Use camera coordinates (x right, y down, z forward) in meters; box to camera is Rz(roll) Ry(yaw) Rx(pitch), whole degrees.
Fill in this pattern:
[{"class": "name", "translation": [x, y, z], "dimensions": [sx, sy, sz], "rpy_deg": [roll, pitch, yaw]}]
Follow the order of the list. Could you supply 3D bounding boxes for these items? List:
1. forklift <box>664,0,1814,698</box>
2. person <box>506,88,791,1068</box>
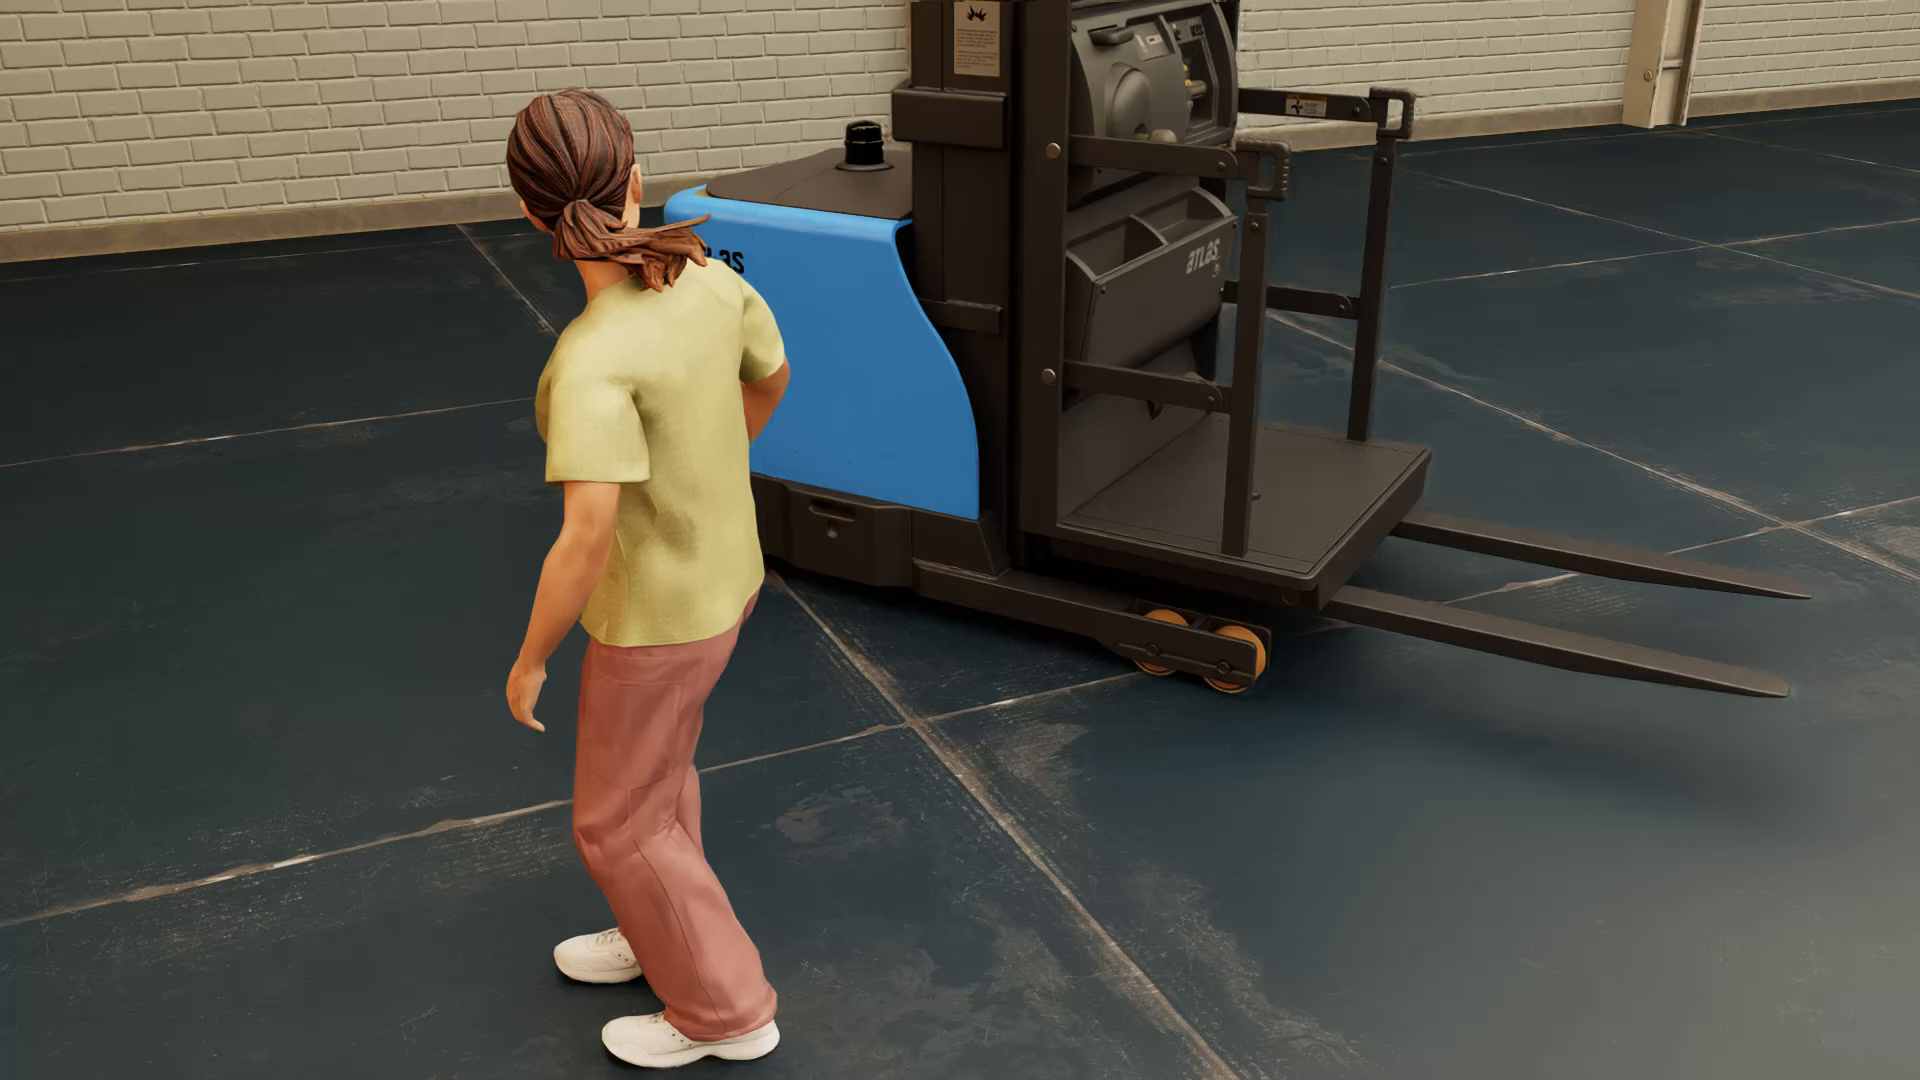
[{"class": "forklift", "translation": [0.690, -1.201, 4.178], "dimensions": [3.031, 2.935, 1.130], "rpy_deg": [12, 26, 27]}, {"class": "person", "translation": [-0.551, 0.124, 2.668], "dimensions": [0.485, 1.648, 0.655], "rpy_deg": [4, 23, 10]}]
